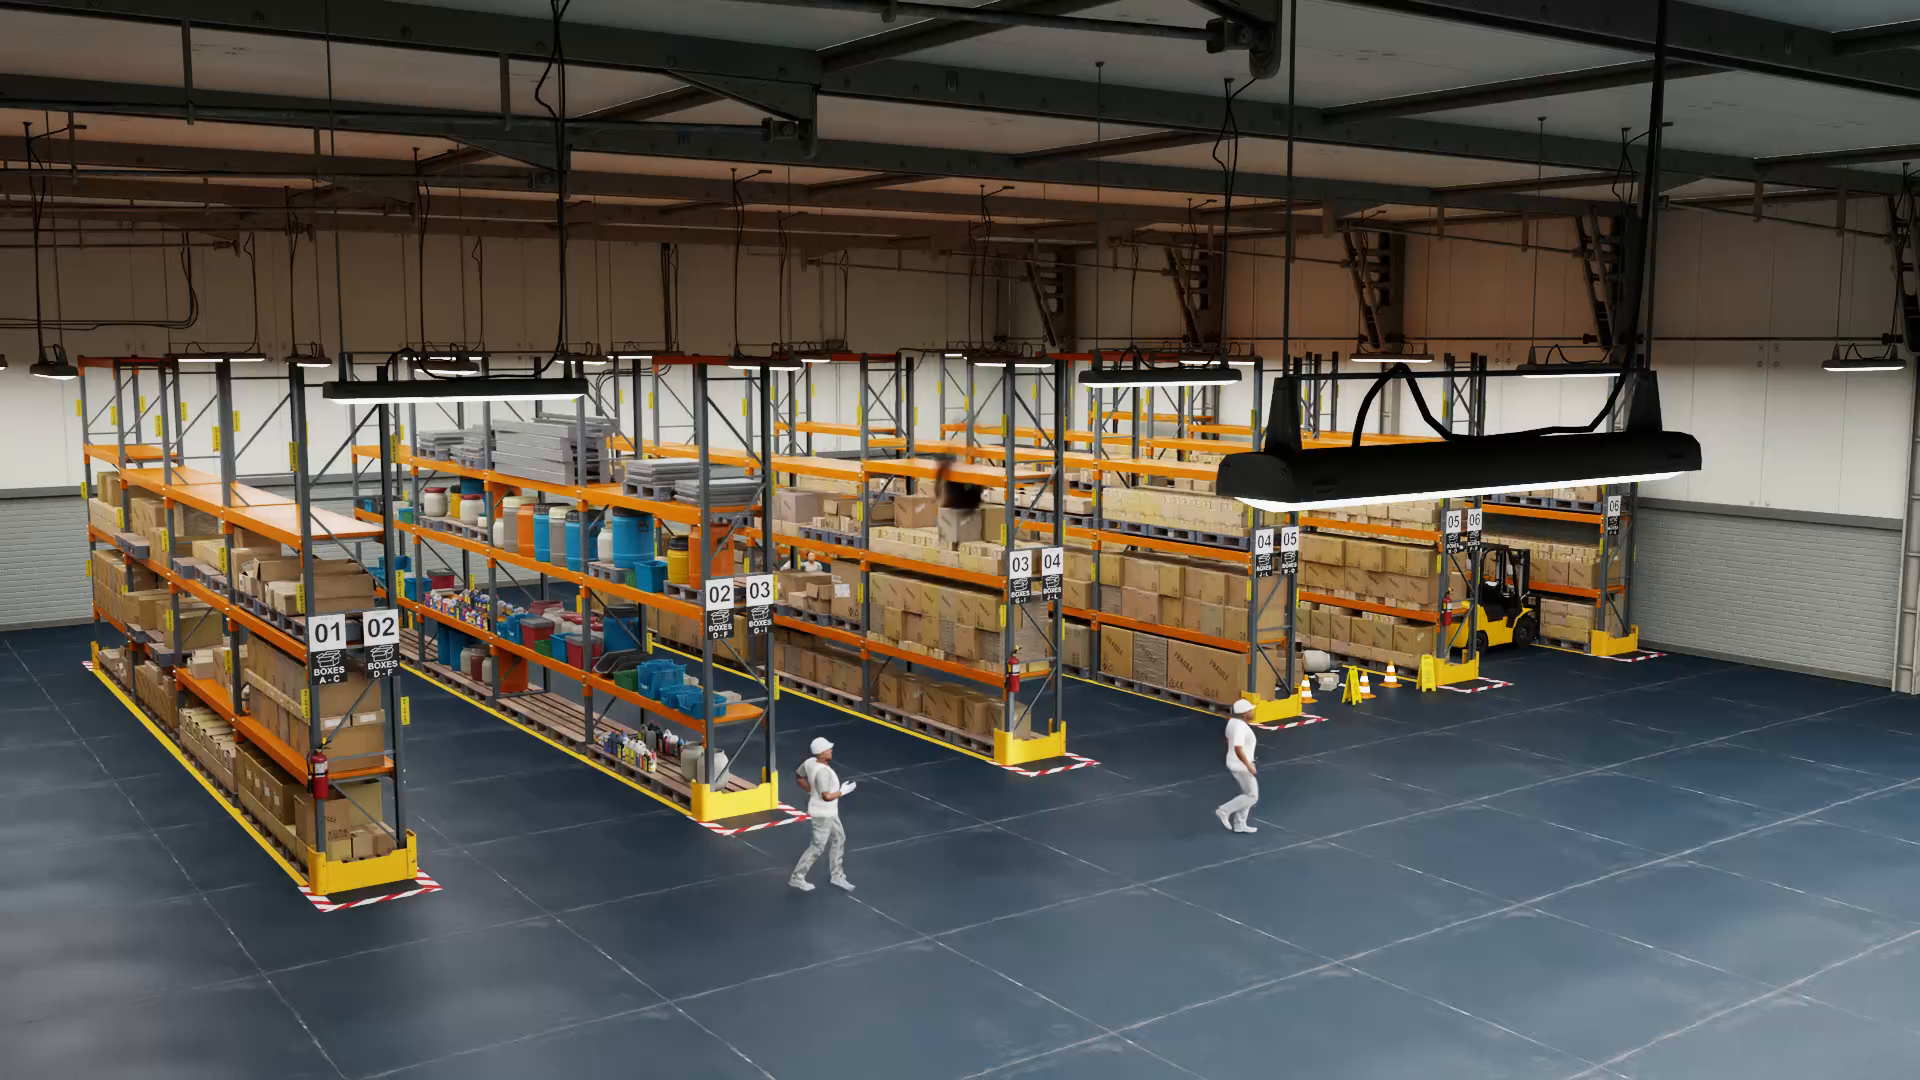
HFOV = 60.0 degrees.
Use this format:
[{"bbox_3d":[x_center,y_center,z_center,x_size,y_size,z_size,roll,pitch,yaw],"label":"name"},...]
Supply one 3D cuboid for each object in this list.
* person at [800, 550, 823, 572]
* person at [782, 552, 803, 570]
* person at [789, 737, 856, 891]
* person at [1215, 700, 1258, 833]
[{"bbox_3d":[-3.274,1.079,36.620,0.539,1.730,0.762,-4,8,-30],"label":"person"},{"bbox_3d":[-3.833,1.025,37.419,0.636,1.632,0.924,-6,9,-42],"label":"person"},{"bbox_3d":[-1.574,3.148,18.925,0.775,1.835,0.664,-1,7,-8],"label":"person"},{"bbox_3d":[3.543,2.899,21.316,0.578,1.738,0.720,-1,7,-4],"label":"person"}]
